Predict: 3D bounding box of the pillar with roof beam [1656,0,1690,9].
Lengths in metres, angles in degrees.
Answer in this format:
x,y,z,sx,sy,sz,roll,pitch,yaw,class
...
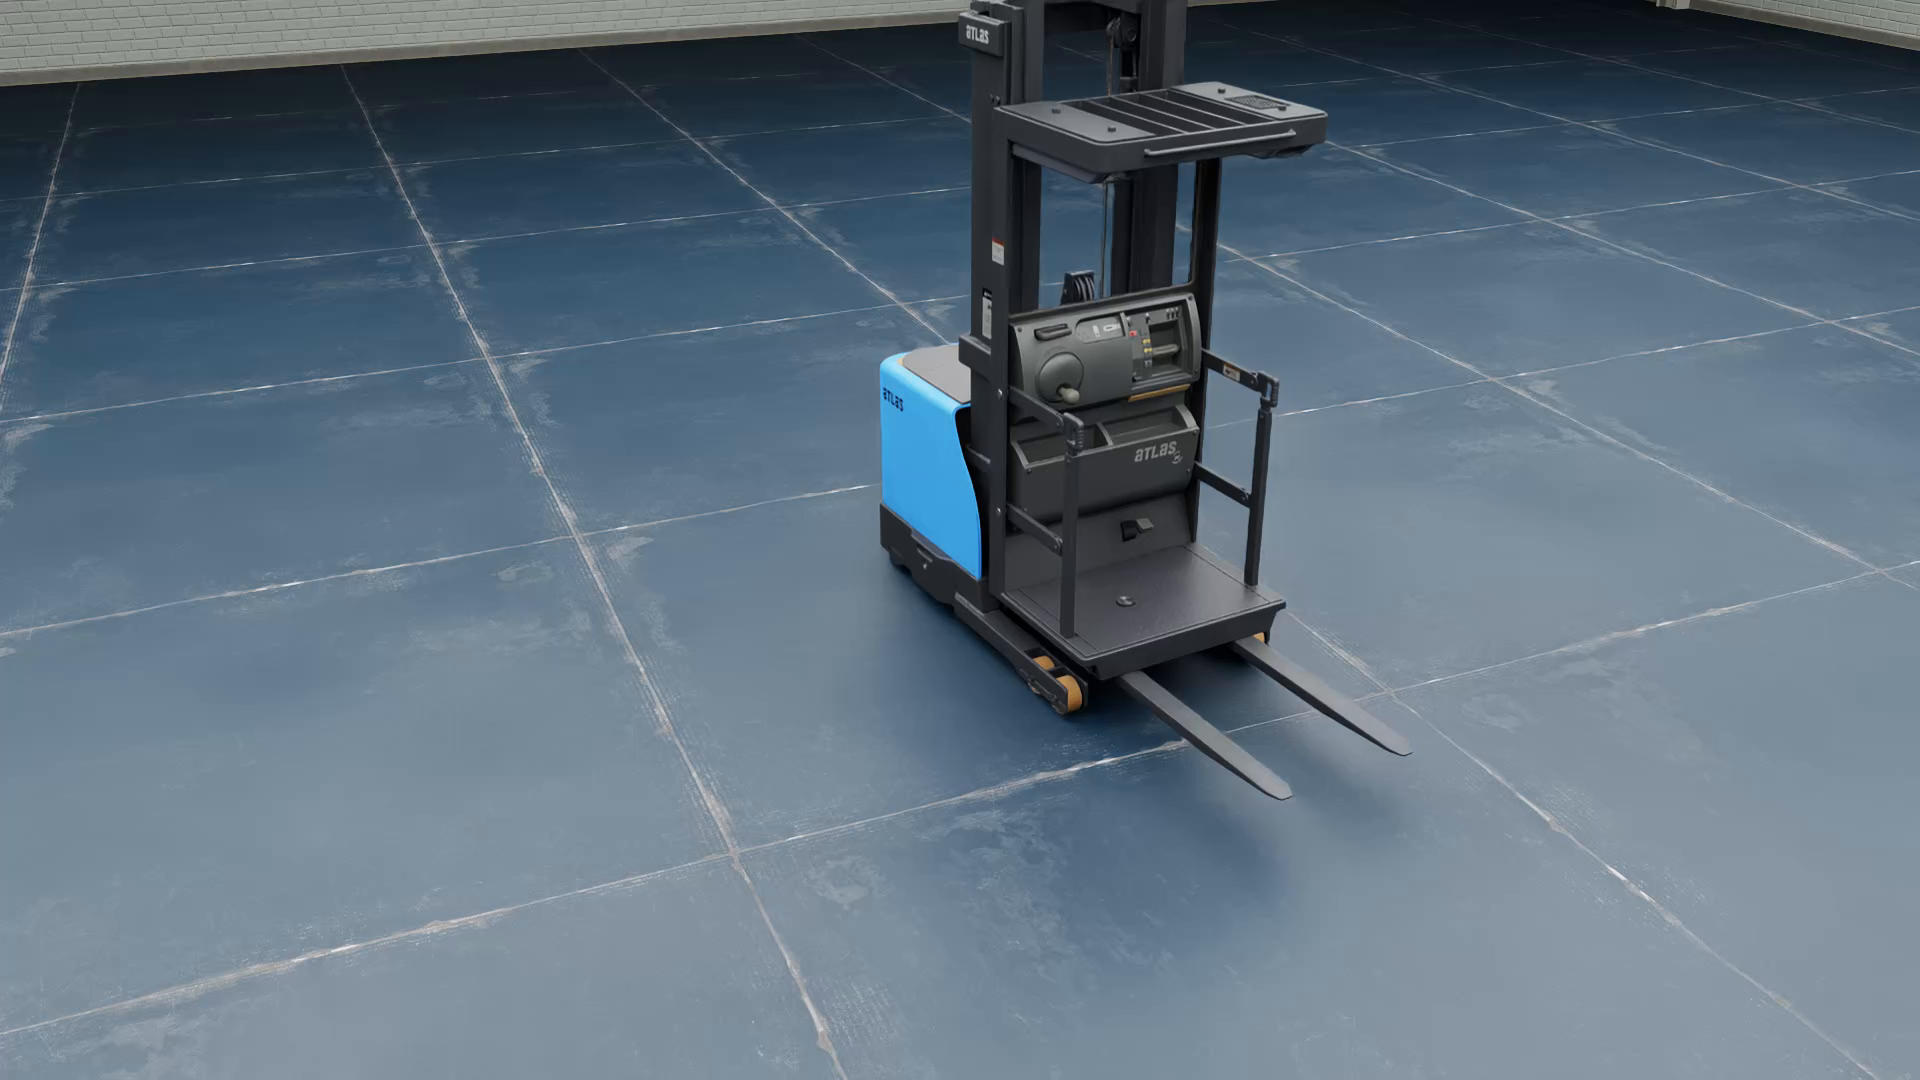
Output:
x,y,z,sx,sy,sz,roll,pitch,yaw,class
6.957,-11.467,21.979,9.100,9.000,0.400,-11,28,-21,pillar with roof beam

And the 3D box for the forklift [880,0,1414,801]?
x,y,z,sx,sy,sz,roll,pitch,yaw,class
0.753,-0.792,7.031,1.130,2.935,3.031,-14,29,-26,forklift
